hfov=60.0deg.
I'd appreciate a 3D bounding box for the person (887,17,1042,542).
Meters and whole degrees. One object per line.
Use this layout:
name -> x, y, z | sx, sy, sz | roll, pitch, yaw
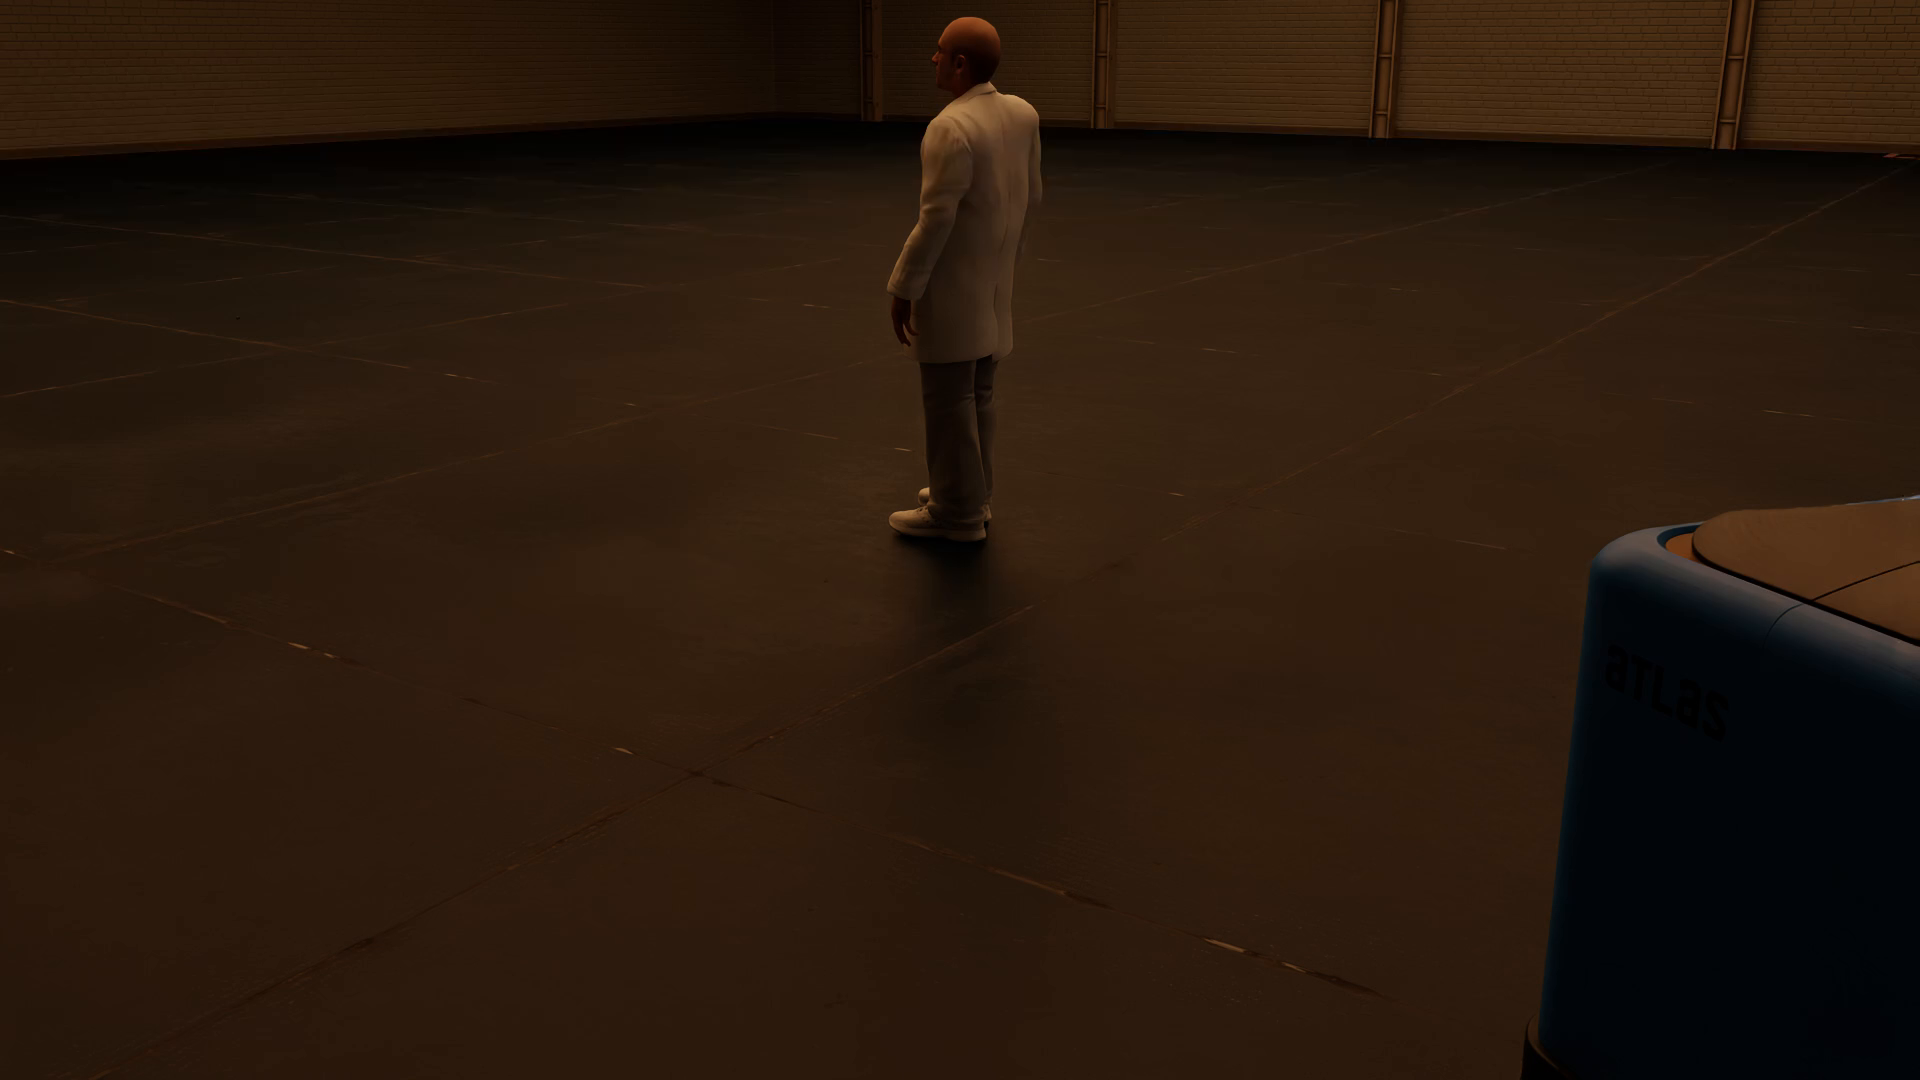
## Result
person -> -0.072, -0.874, 5.744 | 0.581, 1.776, 0.696 | 11, 20, 33
